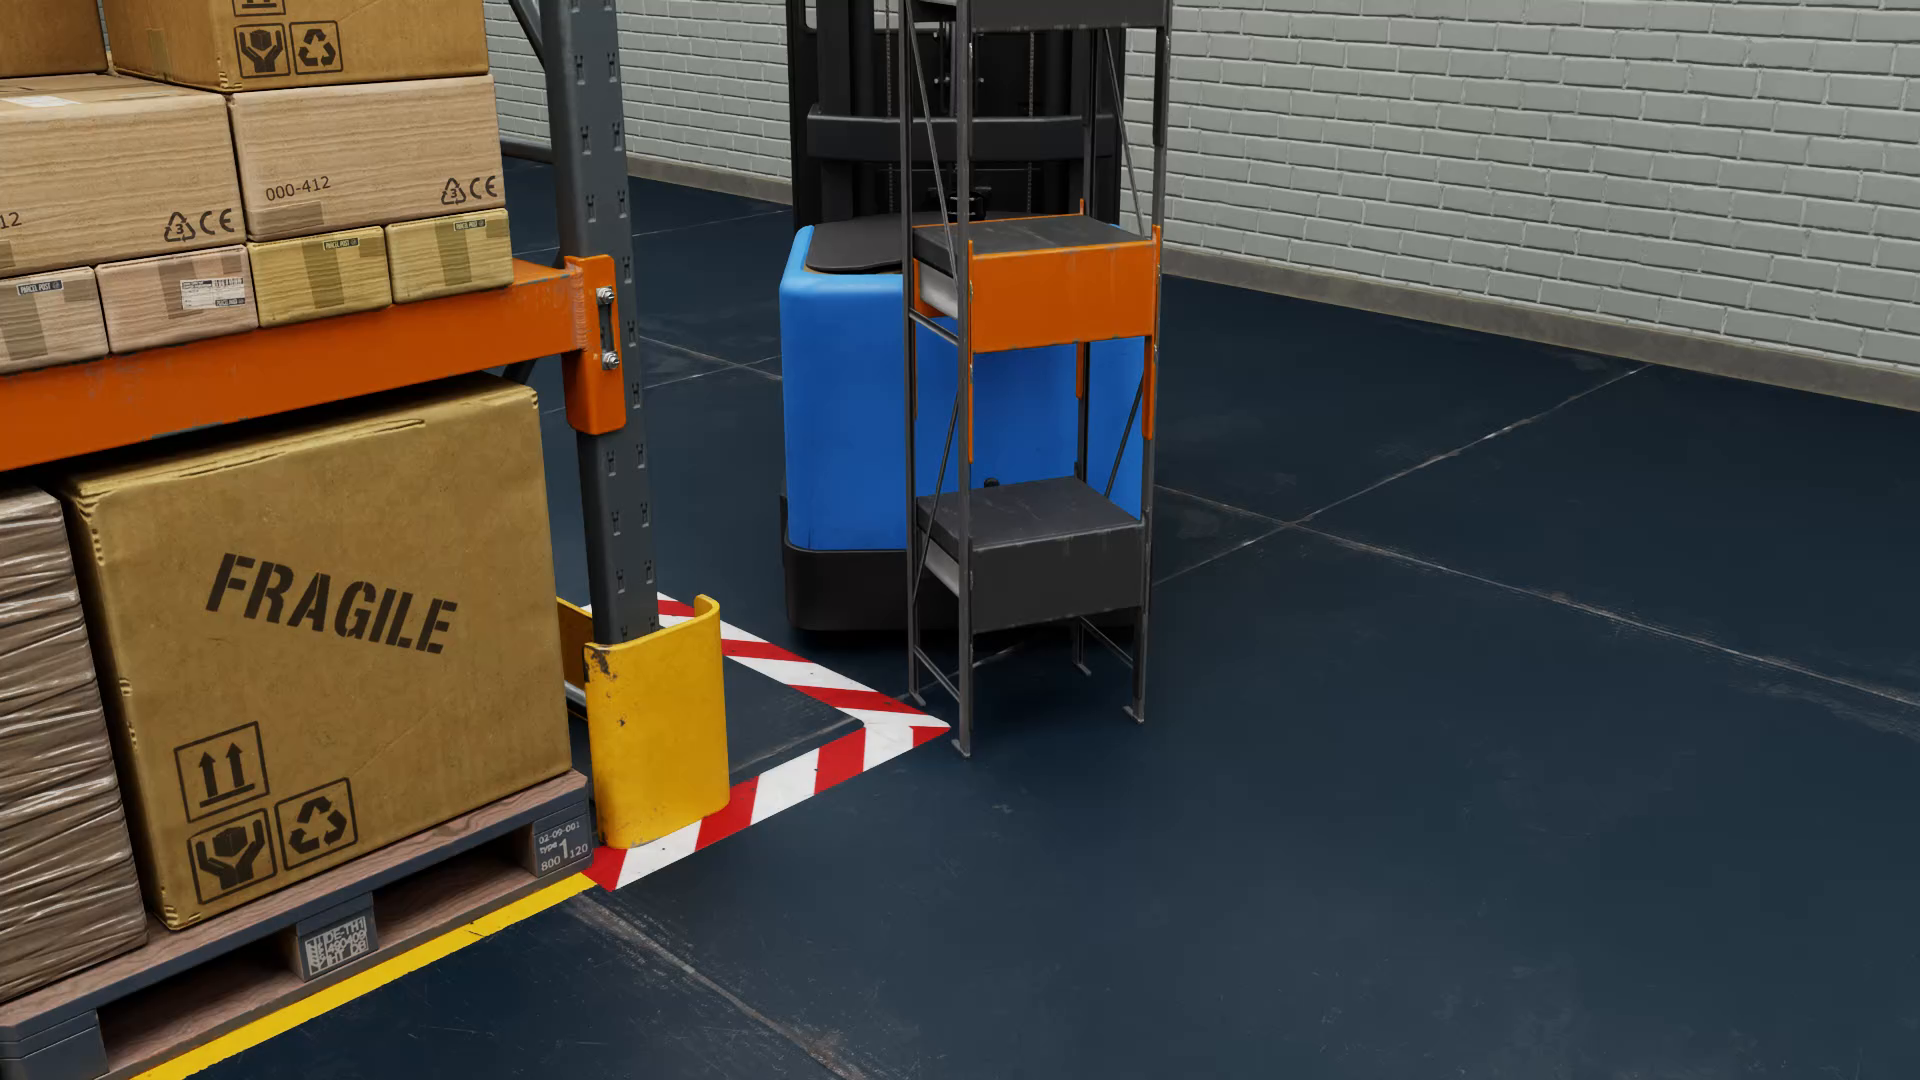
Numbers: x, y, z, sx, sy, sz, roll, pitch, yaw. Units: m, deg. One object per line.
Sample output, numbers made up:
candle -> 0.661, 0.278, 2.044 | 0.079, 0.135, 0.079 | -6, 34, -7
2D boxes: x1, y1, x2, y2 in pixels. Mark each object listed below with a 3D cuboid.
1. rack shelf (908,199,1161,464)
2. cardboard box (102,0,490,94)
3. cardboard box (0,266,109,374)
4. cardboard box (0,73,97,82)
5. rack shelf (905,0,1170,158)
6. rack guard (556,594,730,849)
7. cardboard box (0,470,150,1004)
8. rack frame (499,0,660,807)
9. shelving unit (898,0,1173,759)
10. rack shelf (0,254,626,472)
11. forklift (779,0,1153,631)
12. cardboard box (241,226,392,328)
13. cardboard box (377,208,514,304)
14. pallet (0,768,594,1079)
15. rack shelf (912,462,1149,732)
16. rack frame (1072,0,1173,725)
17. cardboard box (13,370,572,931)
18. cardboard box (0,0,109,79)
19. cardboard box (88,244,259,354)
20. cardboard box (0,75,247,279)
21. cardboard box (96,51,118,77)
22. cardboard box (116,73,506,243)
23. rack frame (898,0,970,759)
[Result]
rack shelf -> 0.166, -0.520, 4.036 | 0.480, 0.518, 0.431 | -8, 23, -20
cardboard box -> -1.227, -1.104, 3.014 | 0.500, 0.500, 0.500 | 20, 29, 41
cardboard box -> -1.620, -0.389, 2.756 | 0.250, 0.149, 0.380 | -20, 28, -41
cardboard box -> -1.962, -0.754, 3.149 | 0.500, 0.250, 0.500 | 19, 28, 40
rack shelf -> 0.164, -1.173, 3.784 | 0.480, 0.518, 0.431 | -8, 23, -20
rack guard -> -1.059, 0.285, 4.137 | 1.175, 0.500, 0.348 | 19, 28, 41
cardboard box -> -2.100, 0.338, 2.889 | 0.875, 0.875, 0.875 | 19, 28, 41
rack frame -> -1.076, -0.876, 3.672 | 1.000, 3.000, 0.127 | 19, 28, 41
shelving unit -> 0.166, -0.533, 4.031 | 0.503, 2.100, 0.431 | -8, 23, -20
rack shelf -> -2.471, -0.026, 2.464 | 1.077, 0.370, 4.000 | 19, 28, 41
forklift -> -0.020, -1.591, 5.629 | 1.130, 2.935, 3.031 | -1, 21, -2
cardboard box -> -1.268, -0.517, 3.090 | 0.380, 0.149, 0.250 | 20, 28, 41
cardboard box -> -1.088, -0.585, 3.265 | 0.250, 0.149, 0.380 | -20, 28, -41
pallet -> -1.577, 0.651, 3.587 | 1.003, 0.211, 1.213 | 19, 28, 41
rack shelf -> 0.169, 0.133, 4.289 | 0.480, 0.518, 0.431 | -8, 23, -20
rack frame -> 0.393, -0.567, 4.116 | 0.015, 2.100, 0.400 | -8, 23, -20
cardboard box -> -1.465, 0.104, 3.498 | 0.875, 0.875, 0.875 | 19, 28, 41
cardboard box -> -1.953, -1.110, 3.032 | 0.500, 0.500, 0.500 | 18, 28, 39
cardboard box -> -1.445, -0.453, 2.922 | 0.380, 0.149, 0.250 | 19, 28, 41
cardboard box -> -1.578, -0.623, 2.810 | 0.500, 0.250, 0.500 | 19, 28, 40
cardboard box -> -1.604, -0.889, 3.501 | 0.500, 0.250, 0.500 | 18, 28, 39
cardboard box -> -1.224, -0.754, 3.149 | 0.500, 0.250, 0.500 | 19, 28, 40
rack frame -> -0.060, -0.499, 3.947 | 0.015, 2.100, 0.400 | -8, 23, -20
